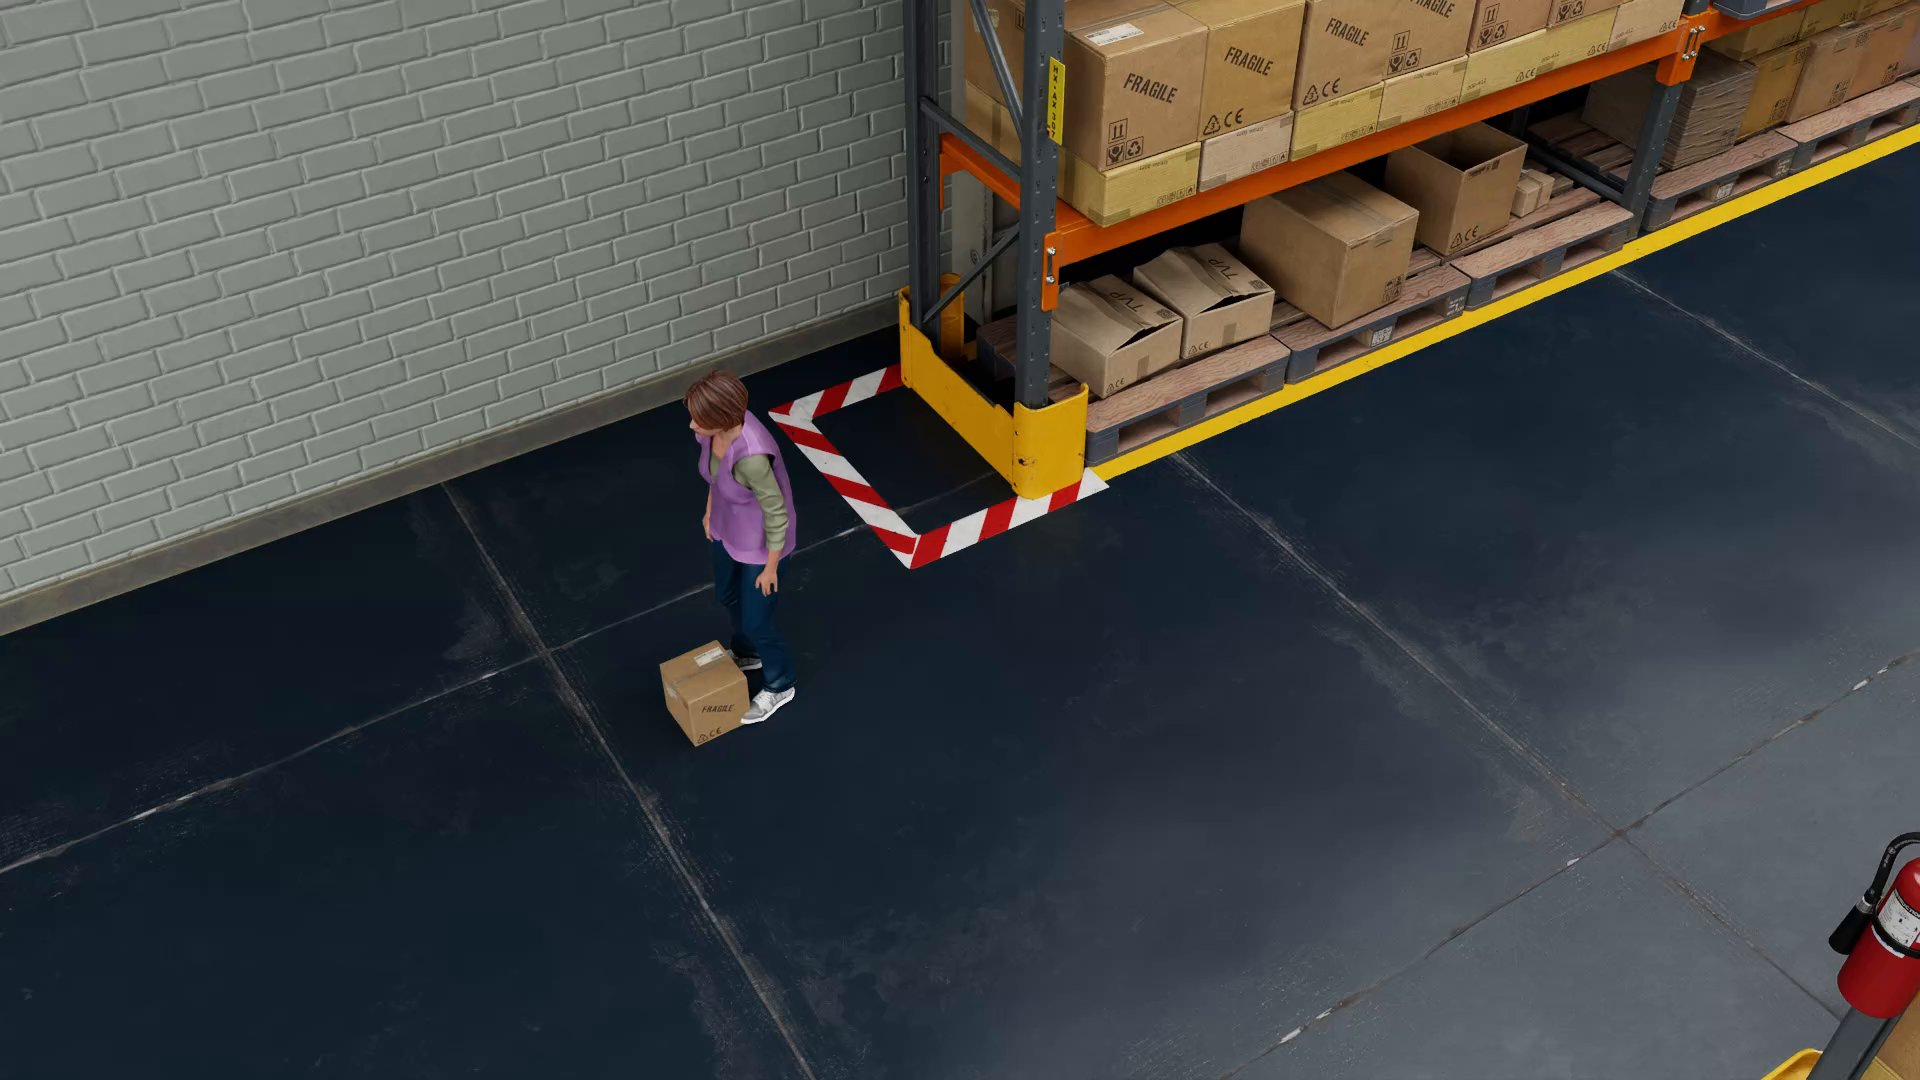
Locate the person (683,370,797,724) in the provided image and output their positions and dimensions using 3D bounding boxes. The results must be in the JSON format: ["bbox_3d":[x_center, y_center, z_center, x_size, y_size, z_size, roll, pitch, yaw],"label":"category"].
[{"bbox_3d":[-0.796,0.006,6.160,0.347,1.592,0.483,-26,47,-26],"label":"person"}]
